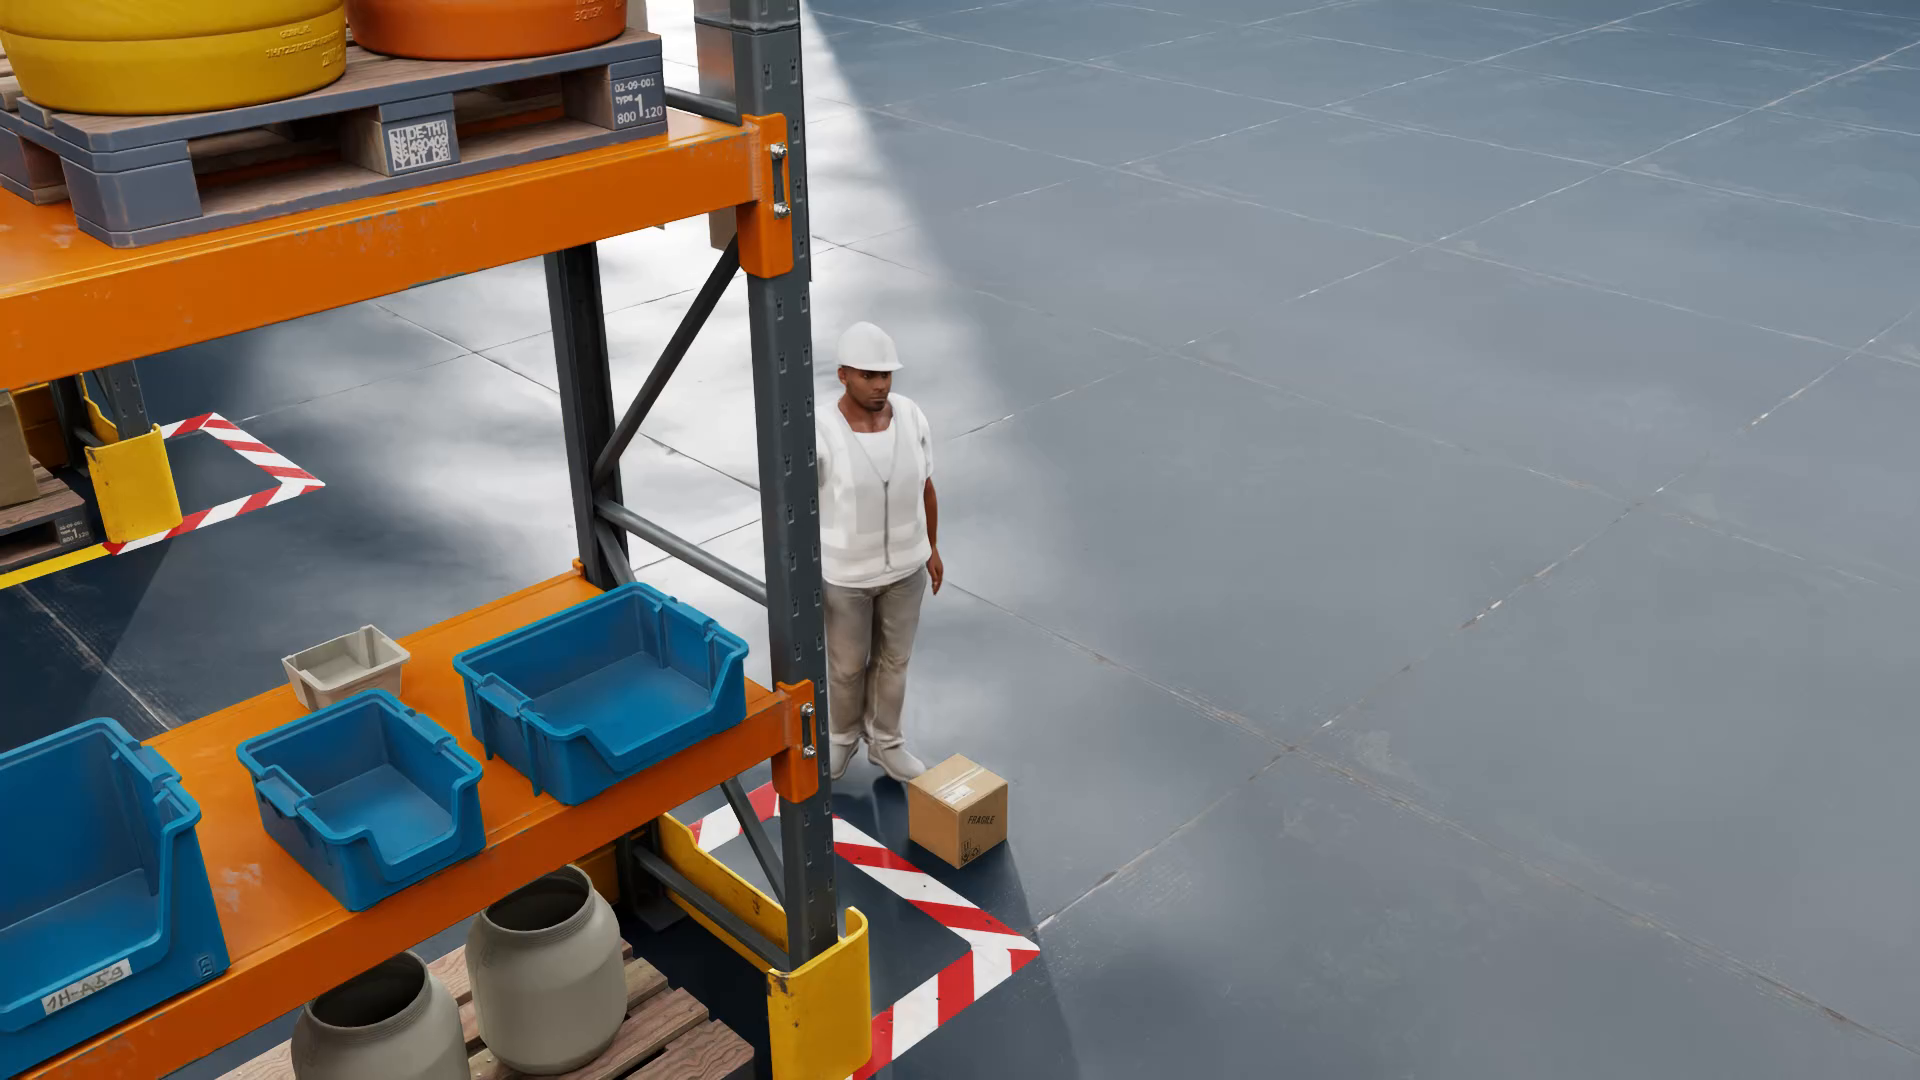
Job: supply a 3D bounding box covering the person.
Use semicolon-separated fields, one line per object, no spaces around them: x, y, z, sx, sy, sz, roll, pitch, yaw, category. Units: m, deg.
-0.326;0.087;5.904;0.623;1.764;0.405;-14;31;-24;person
